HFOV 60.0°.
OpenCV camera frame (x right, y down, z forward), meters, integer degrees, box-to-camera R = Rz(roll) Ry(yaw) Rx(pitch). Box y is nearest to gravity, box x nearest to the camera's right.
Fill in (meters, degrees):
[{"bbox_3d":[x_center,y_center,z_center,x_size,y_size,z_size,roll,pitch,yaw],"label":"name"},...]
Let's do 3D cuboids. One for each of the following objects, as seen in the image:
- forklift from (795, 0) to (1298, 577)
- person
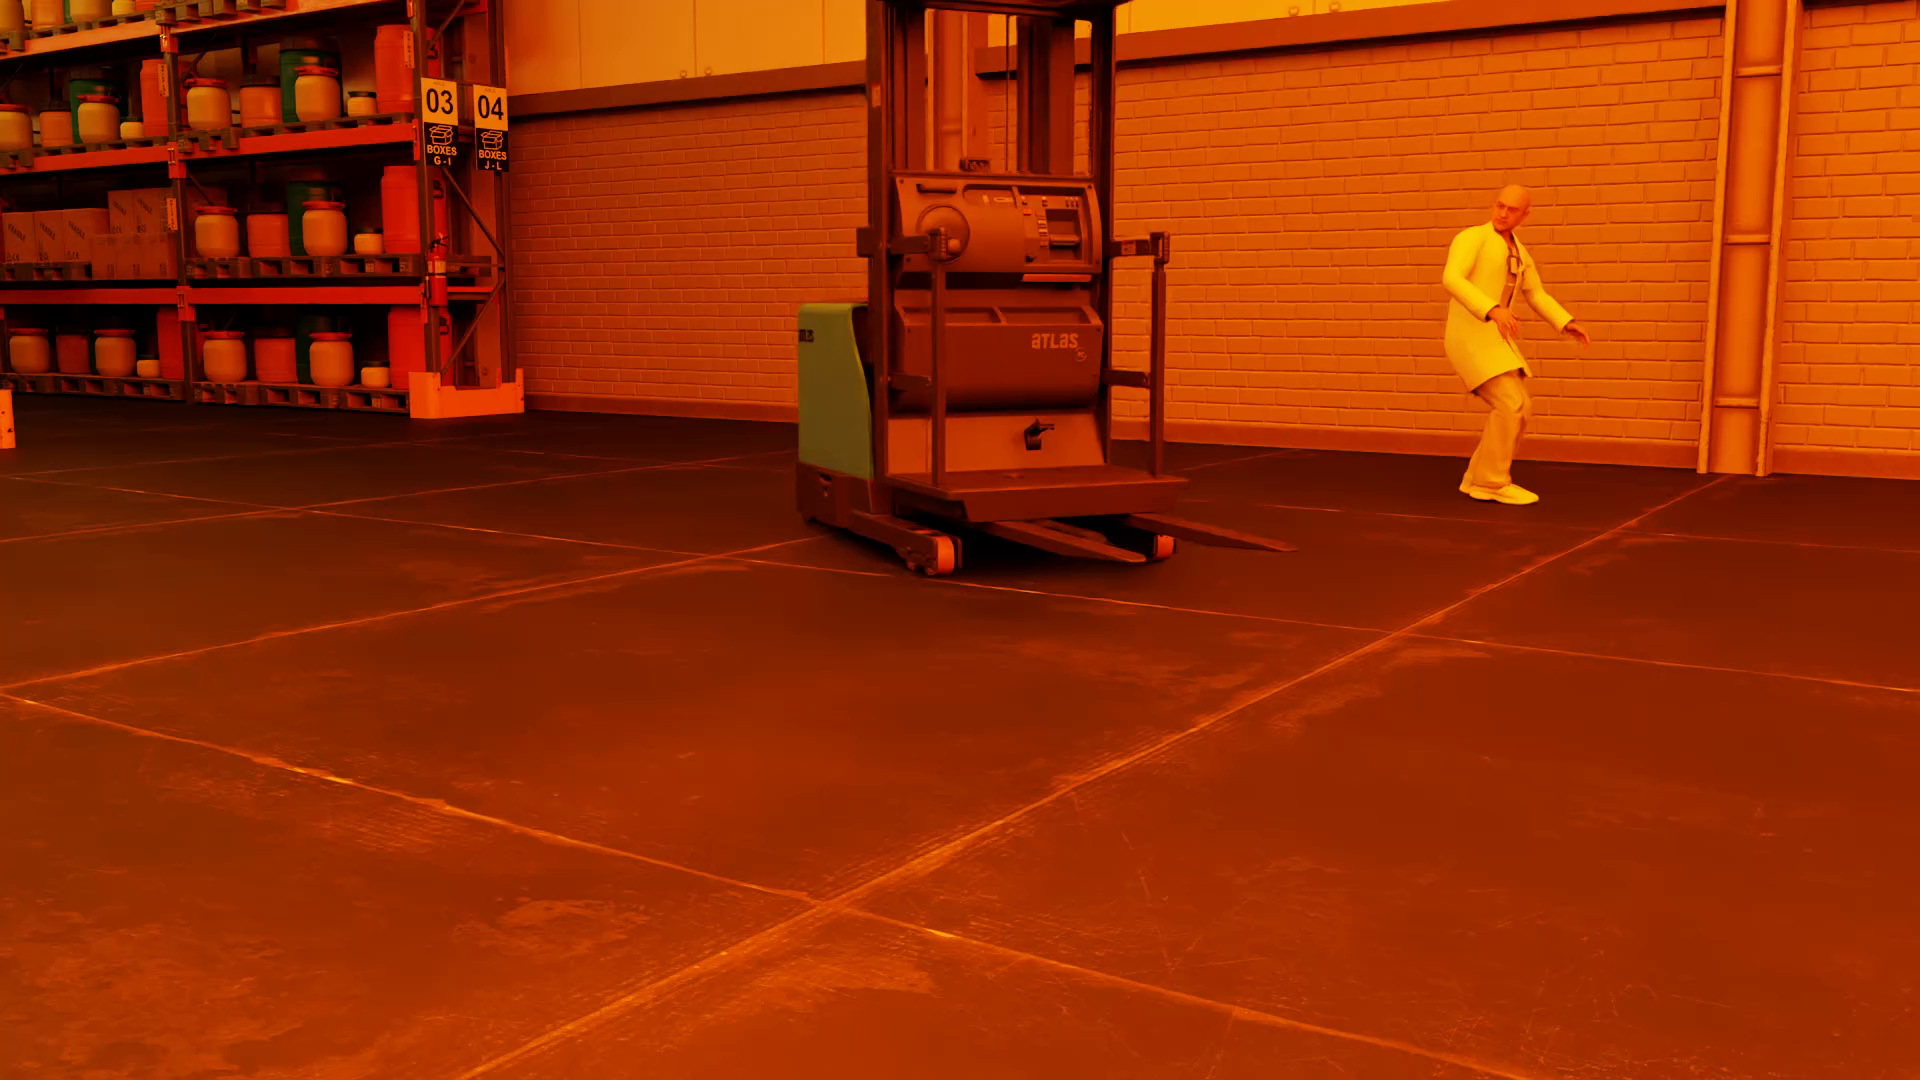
[{"bbox_3d":[0.258,-1.373,6.847,1.130,2.935,3.031,-4,9,-24],"label":"forklift"},{"bbox_3d":[2.983,-1.038,8.990,0.644,1.736,0.829,7,11,41],"label":"person"}]
